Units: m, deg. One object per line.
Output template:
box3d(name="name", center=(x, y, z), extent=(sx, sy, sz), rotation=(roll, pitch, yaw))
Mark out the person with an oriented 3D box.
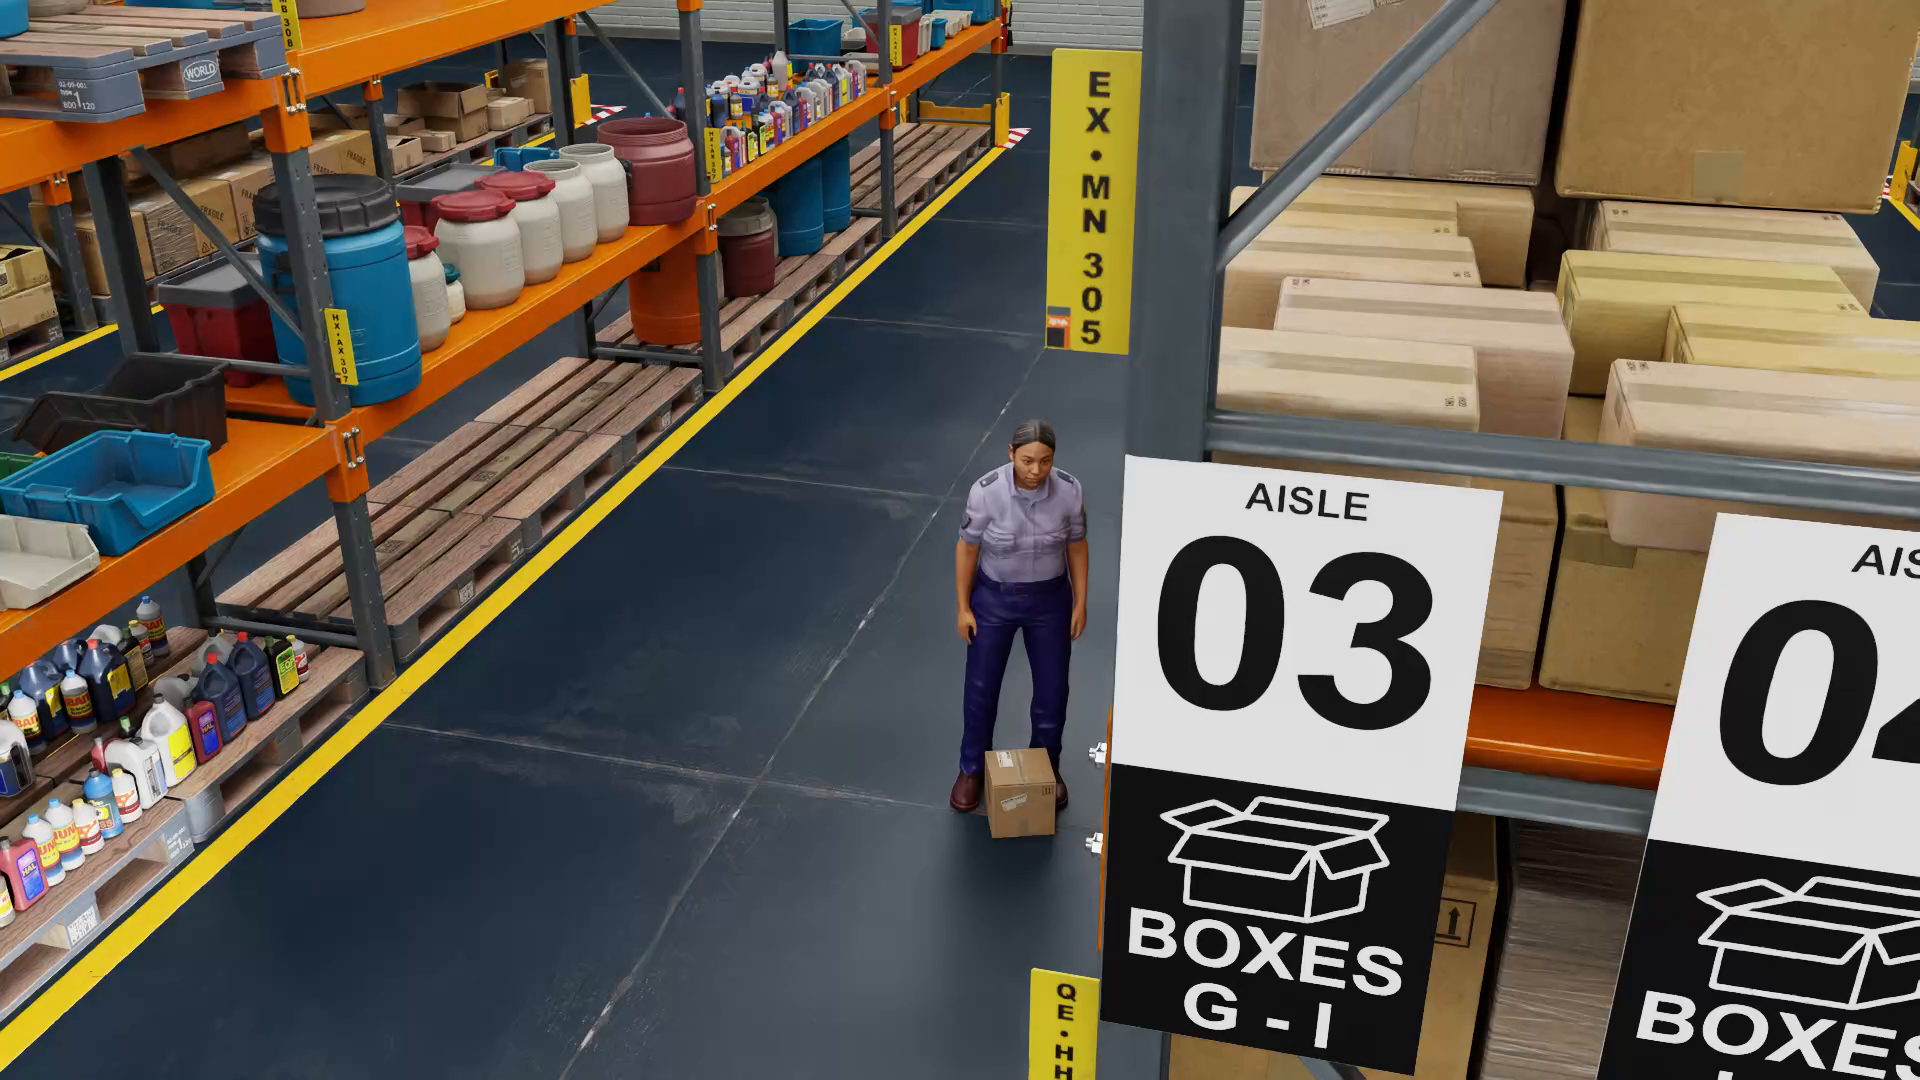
box3d(name="person", center=(0.228, 0.276, 6.542), extent=(0.554, 1.651, 0.375), rotation=(-2, 26, -5))
